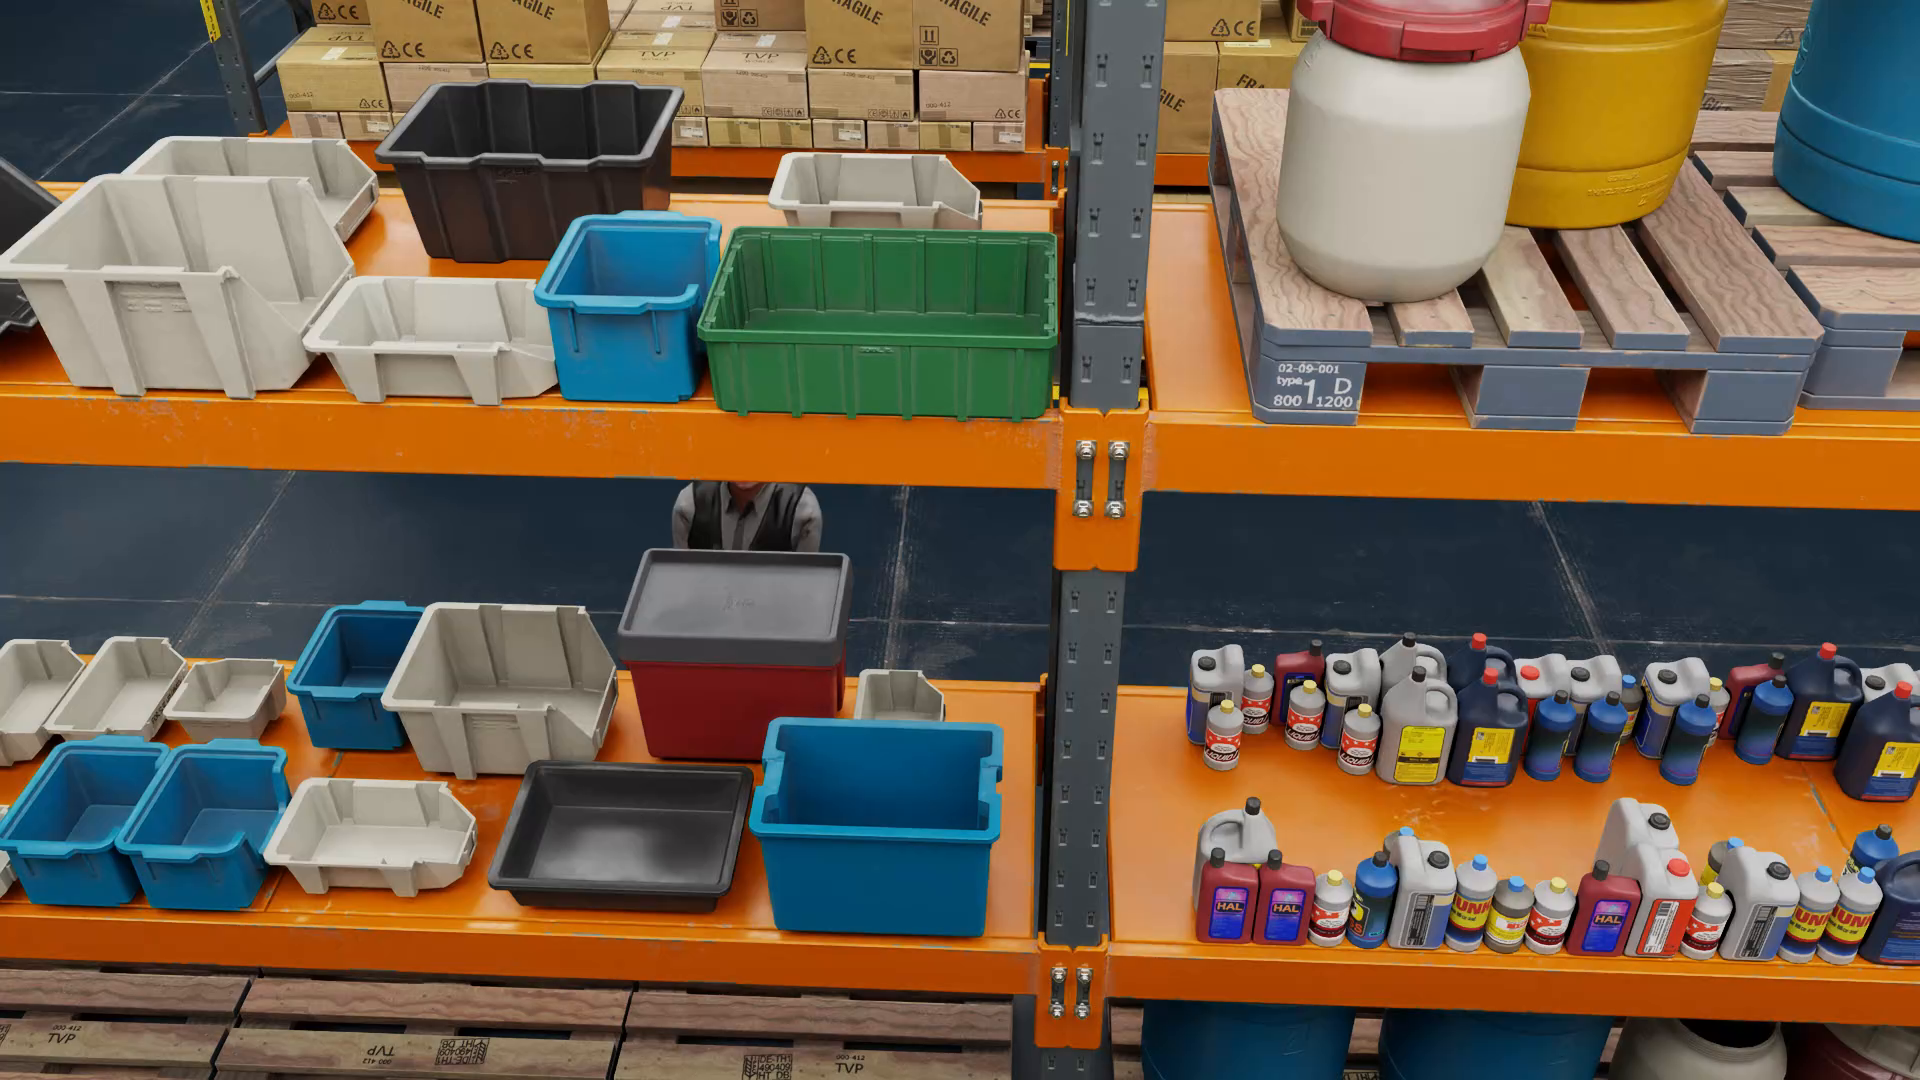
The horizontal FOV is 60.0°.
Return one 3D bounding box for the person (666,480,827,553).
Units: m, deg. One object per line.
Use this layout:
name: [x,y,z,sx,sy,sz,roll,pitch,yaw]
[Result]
person: [-0.702,0.342,5.682,0.551,1.727,0.446,1,35,1]
